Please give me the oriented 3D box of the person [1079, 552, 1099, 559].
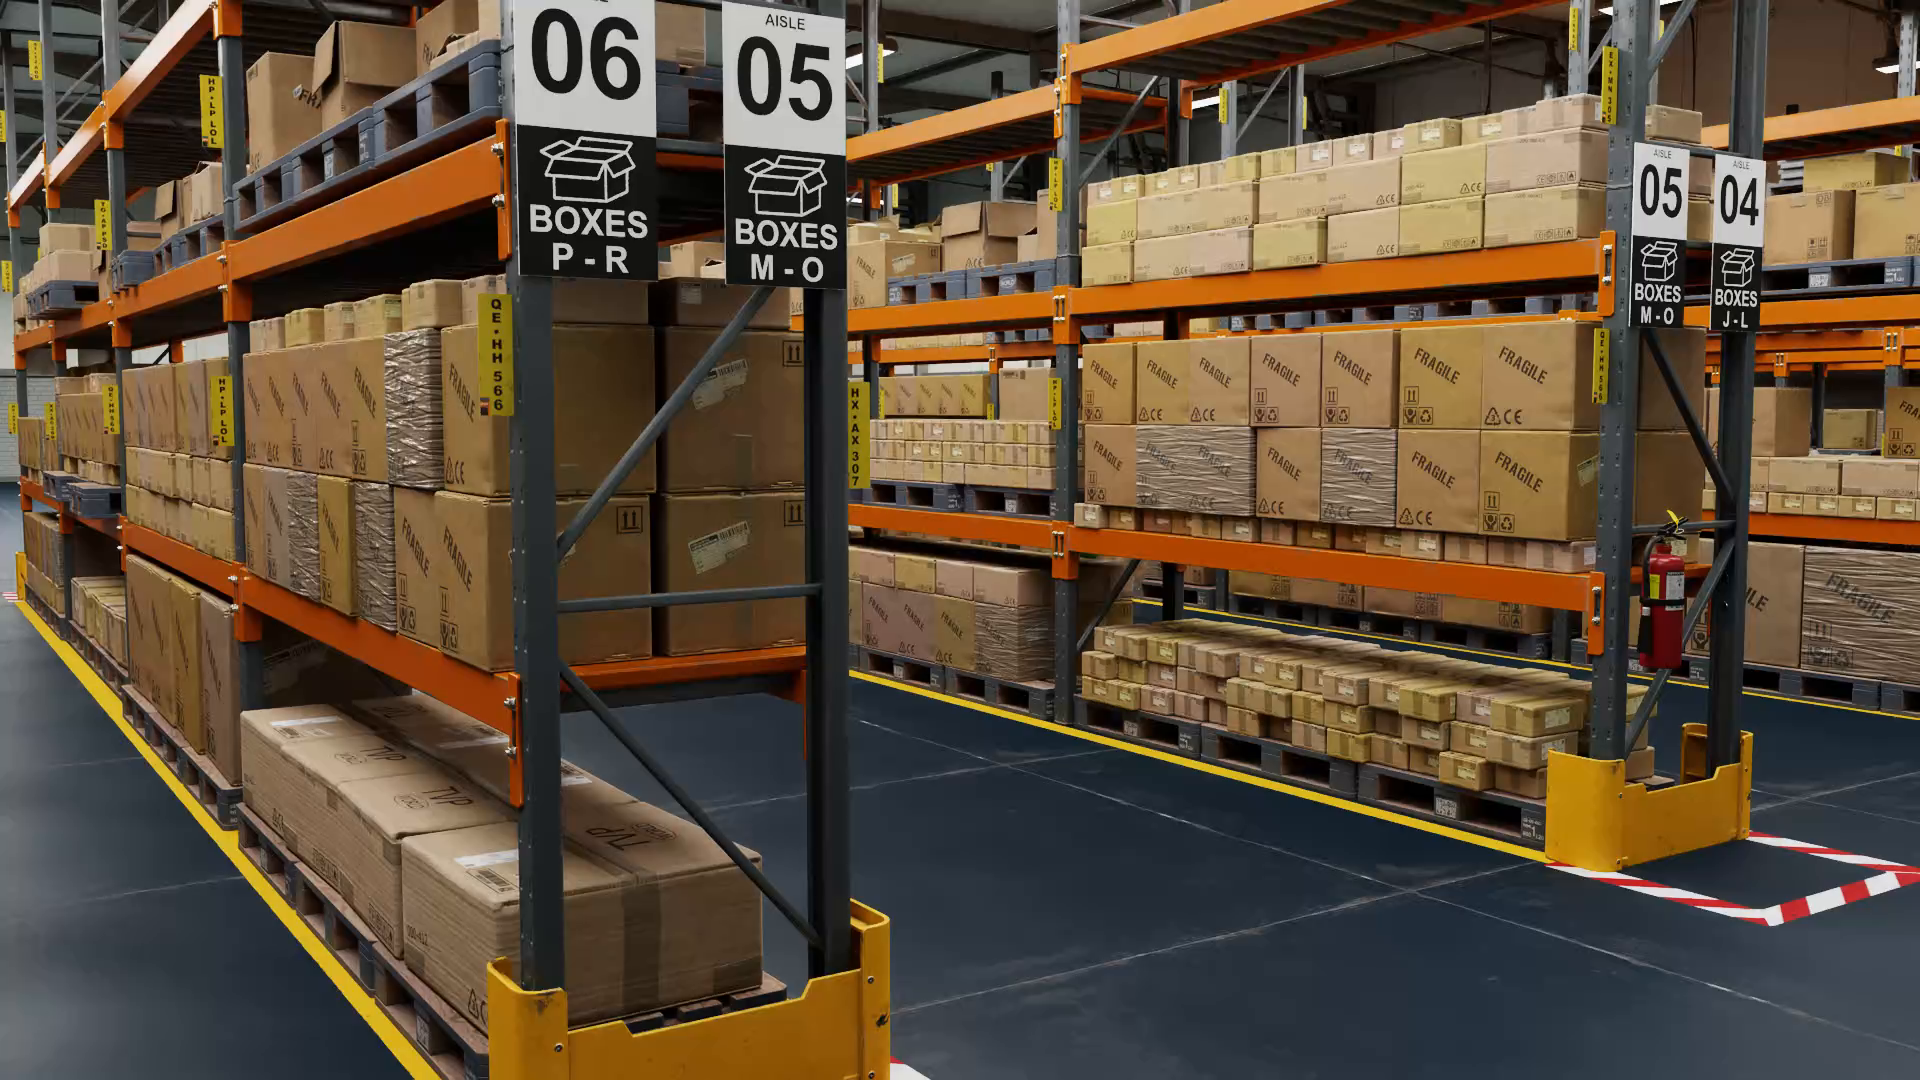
[{"bbox_3d":[1.176,-0.141,16.147,0.644,1.790,0.395,1,5,15],"label":"person"}]
